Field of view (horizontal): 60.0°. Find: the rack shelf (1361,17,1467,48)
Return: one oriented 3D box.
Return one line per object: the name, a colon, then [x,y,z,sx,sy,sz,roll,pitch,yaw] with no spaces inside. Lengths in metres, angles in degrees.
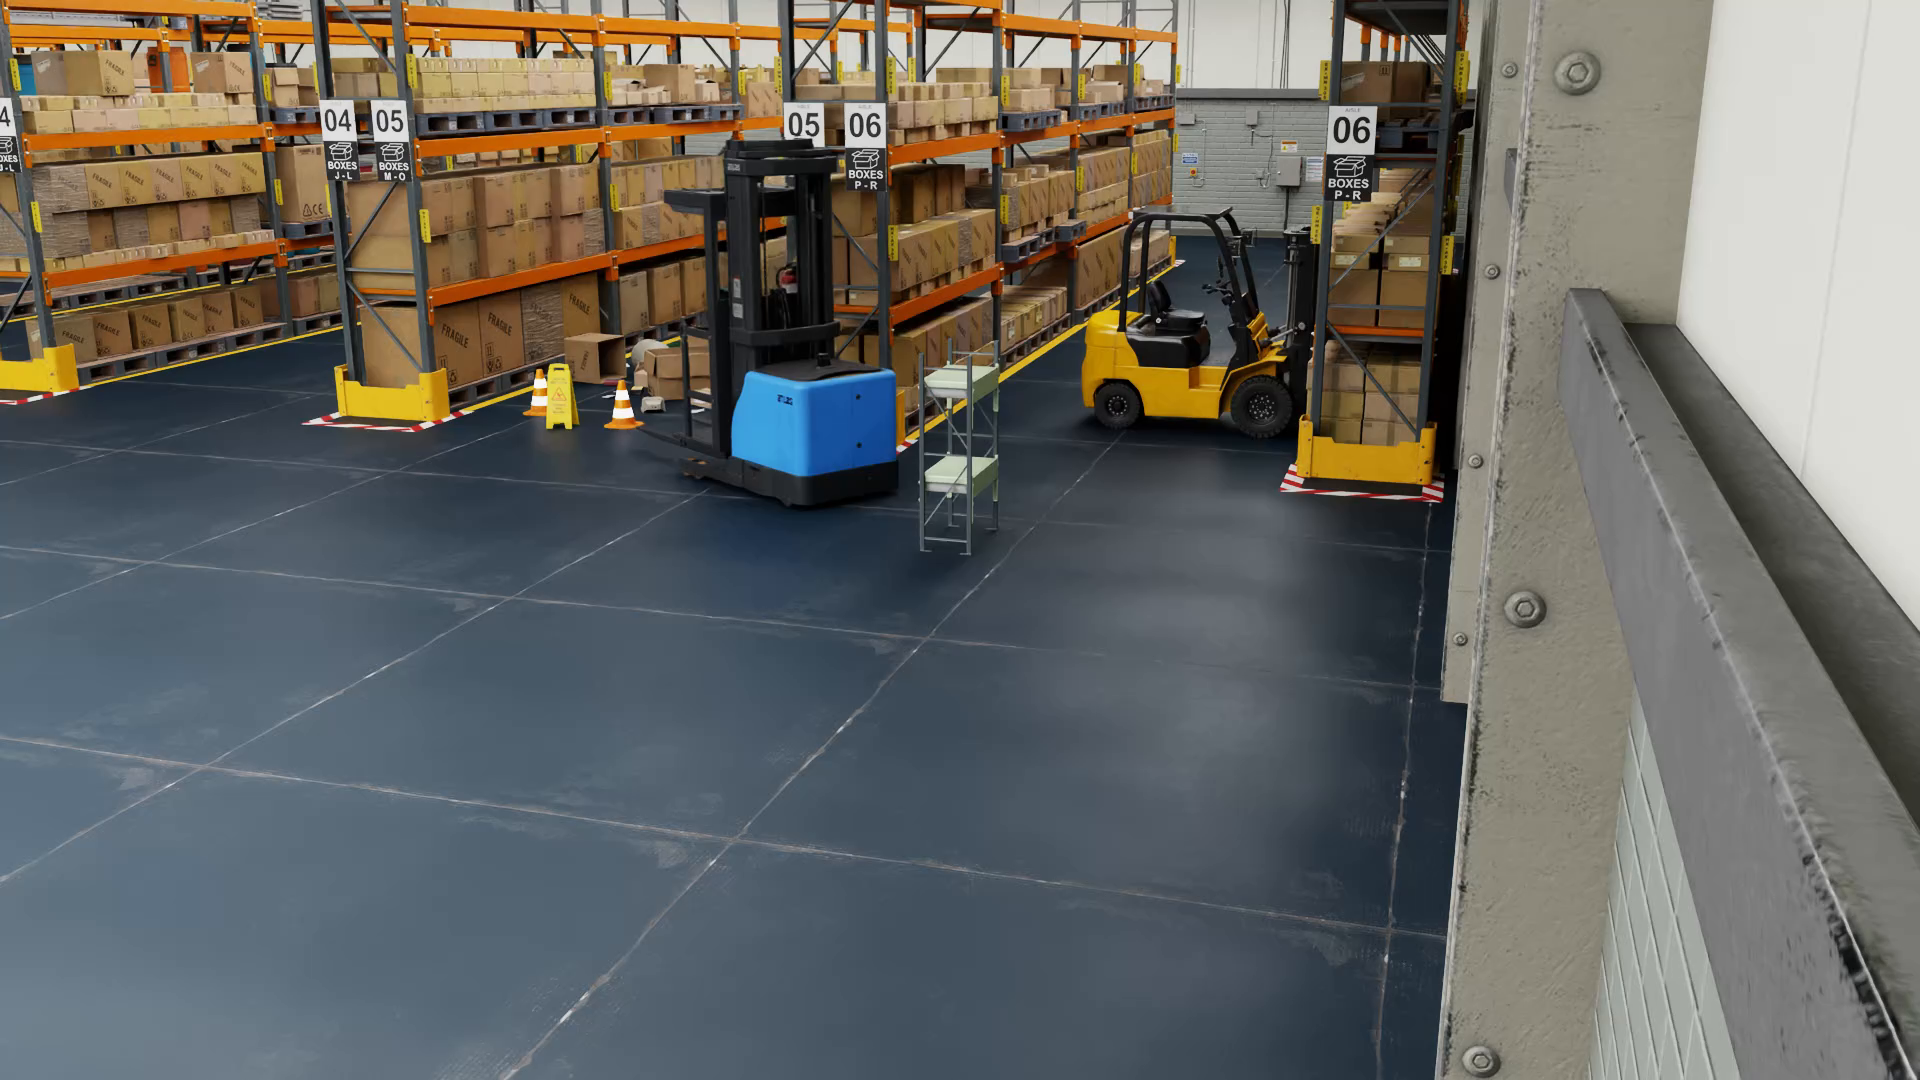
rack shelf: [5.316,-5.933,19.309,1.077,0.370,4.000,5,16,16]

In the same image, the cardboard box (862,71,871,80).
cardboard box: [-1.779,-8.098,29.012,0.380,0.149,0.250,5,17,19]

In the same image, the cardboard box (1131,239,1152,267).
cardboard box: [2.796,-4.899,28.530,0.875,0.438,0.875,4,16,14]

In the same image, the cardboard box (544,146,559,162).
cardboard box: [-7.414,-6.671,28.830,0.797,0.503,0.637,4,16,14]

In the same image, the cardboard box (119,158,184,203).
cardboard box: [-9.807,-4.356,20.129,0.500,0.500,0.500,5,16,16]

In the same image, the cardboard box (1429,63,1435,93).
cardboard box: [5.397,-5.540,20.231,0.700,0.500,0.500,4,16,15]

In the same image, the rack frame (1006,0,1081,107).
rack frame: [1.124,-7.379,22.354,1.000,3.000,0.127,5,16,16]

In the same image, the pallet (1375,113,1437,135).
pallet: [4.986,-4.645,18.564,0.805,0.209,1.217,4,16,14]

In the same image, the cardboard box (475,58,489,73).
cardboard box: [-5.234,-5.042,17.658,0.380,0.149,0.250,4,16,15]

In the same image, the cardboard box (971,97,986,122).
cardboard box: [-0.022,-4.692,18.107,0.500,0.250,0.500,4,16,15]

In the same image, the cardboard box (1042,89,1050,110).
cardboard box: [0.803,-5.407,20.405,0.500,0.250,0.500,4,16,15]

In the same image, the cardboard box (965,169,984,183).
cardboard box: [0.086,-4.471,20.410,0.380,0.149,0.250,4,16,14]

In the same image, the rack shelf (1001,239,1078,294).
rack shelf: [0.556,-3.624,21.426,1.077,0.370,4.000,5,16,16]

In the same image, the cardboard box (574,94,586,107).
cardboard box: [-4.655,-5.190,19.642,0.380,0.149,0.250,5,17,17]

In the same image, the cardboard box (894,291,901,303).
cardboard box: [-0.796,-2.419,16.322,0.380,0.149,0.250,5,17,17]

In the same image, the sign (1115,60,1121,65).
sign: [2.867,-8.532,30.170,0.100,0.325,0.005,5,16,16]

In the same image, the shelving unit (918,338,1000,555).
shelving unit: [-0.002,-0.720,12.619,0.431,1.500,0.755,5,16,16]

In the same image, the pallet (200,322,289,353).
pallet: [-9.671,-2.695,21.944,1.003,0.211,1.213,5,16,16]

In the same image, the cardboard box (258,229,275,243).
cardboard box: [-9.293,-4.015,21.948,0.380,0.149,0.250,5,16,16]

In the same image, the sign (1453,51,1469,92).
sign: [4.141,-3.873,13.744,0.100,0.325,0.005,5,16,16]

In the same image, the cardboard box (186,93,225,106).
cardboard box: [-9.481,-5.535,20.894,0.380,0.149,0.250,4,16,13]

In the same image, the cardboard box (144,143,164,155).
cardboard box: [-16.187,-7.843,32.967,0.500,0.500,0.500,4,16,14]

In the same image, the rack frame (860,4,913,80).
rack frame: [-1.377,-9.830,30.993,1.000,3.000,0.127,5,16,16]

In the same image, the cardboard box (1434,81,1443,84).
cardboard box: [6.254,-5.890,21.600,0.380,0.149,0.250,4,16,14]

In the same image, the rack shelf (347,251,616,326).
rack shelf: [-5.355,-2.935,18.997,1.077,0.370,4.000,5,16,16]

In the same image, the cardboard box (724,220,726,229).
cardboard box: [-3.521,-4.760,23.931,0.500,0.500,0.500,5,16,16]

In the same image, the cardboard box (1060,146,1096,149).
cardboard box: [1.860,-5.976,26.385,0.500,0.500,0.500,5,17,17]

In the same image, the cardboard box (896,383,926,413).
cardboard box: [-0.655,-1.469,16.780,0.500,0.250,0.500,4,16,15]

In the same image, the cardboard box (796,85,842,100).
cardboard box: [-1.336,-4.217,15.703,0.380,0.149,0.250,5,17,16]

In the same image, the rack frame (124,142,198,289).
rack frame: [-13.126,-5.646,27.236,1.000,3.000,0.127,5,16,16]

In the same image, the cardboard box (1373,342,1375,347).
cardboard box: [3.867,-1.920,16.538,0.500,0.250,0.500,4,16,15]

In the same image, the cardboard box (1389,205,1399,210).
cardboard box: [4.967,-3.866,19.590,0.380,0.149,0.250,5,17,16]

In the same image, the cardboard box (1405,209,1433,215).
cardboard box: [4.773,-3.326,17.142,0.380,0.149,0.250,4,16,15]

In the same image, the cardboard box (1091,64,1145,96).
cardboard box: [2.613,-7.638,27.621,0.797,0.503,0.637,6,17,20]

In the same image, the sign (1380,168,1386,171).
sign: [6.499,-5.612,25.532,0.100,0.325,0.005,5,16,16]

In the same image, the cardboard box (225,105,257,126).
cardboard box: [-9.393,-5.446,21.312,0.500,0.250,0.500,5,17,18]

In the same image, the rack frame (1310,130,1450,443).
rack frame: [3.611,-2.016,14.440,1.000,3.000,0.127,5,16,16]

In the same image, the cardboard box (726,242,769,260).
cardboard box: [-3.222,-4.372,25.184,0.500,0.250,0.500,4,16,13]

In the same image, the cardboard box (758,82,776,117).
cardboard box: [-3.098,-6.602,24.927,0.500,0.500,0.500,5,16,16]

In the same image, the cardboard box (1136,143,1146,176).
cardboard box: [2.778,-6.306,27.550,0.500,0.500,0.500,4,16,15]

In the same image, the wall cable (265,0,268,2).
wall cable: [-15.807,-13.571,40.620,3.097,2.526,0.112,5,16,16]

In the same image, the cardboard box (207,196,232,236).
cardboard box: [-9.877,-4.165,21.289,0.875,0.500,0.500,5,16,16]

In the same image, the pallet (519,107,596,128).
pallet: [-5.030,-4.991,19.594,1.003,0.211,1.213,5,16,16]

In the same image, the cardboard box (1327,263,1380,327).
cardboard box: [3.499,-2.213,14.952,0.500,0.500,0.500,4,16,15]

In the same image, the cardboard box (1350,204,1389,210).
cardboard box: [4.373,-3.505,17.774,0.380,0.149,0.250,5,17,17]

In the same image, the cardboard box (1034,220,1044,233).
cardboard box: [0.845,-3.987,21.078,0.380,0.149,0.250,5,17,18]

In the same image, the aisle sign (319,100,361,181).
aisle sign: [-6.232,-4.013,16.716,0.394,0.787,0.004,5,16,16]

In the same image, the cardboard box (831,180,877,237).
cardboard box: [-1.213,-3.223,16.134,0.700,0.500,0.500,4,16,15]

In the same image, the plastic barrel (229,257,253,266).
plastic barrel: [-12.682,-5.112,29.006,0.600,0.588,0.708,5,16,16]

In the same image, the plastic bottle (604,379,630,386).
plastic bottle: [-3.934,-1.809,19.095,0.283,0.061,0.133,-1,16,-3]

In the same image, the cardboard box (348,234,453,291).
cardboard box: [-5.862,-2.930,17.388,0.875,0.550,0.550,5,16,16]

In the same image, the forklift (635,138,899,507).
forklift: [-1.856,-2.017,14.570,1.130,2.935,3.031,-13,20,-38]

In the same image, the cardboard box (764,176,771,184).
cardboard box: [-3.110,-5.527,25.420,0.380,0.149,0.250,4,16,14]

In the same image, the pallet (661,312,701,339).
pallet: [-4.295,-2.990,22.985,1.003,0.211,1.213,5,16,16]

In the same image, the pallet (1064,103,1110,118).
pallet: [1.571,-6.311,24.430,1.003,0.211,1.213,5,17,18]

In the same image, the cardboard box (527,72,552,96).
cardboard box: [-4.969,-5.156,18.792,0.500,0.250,0.500,4,16,15]
